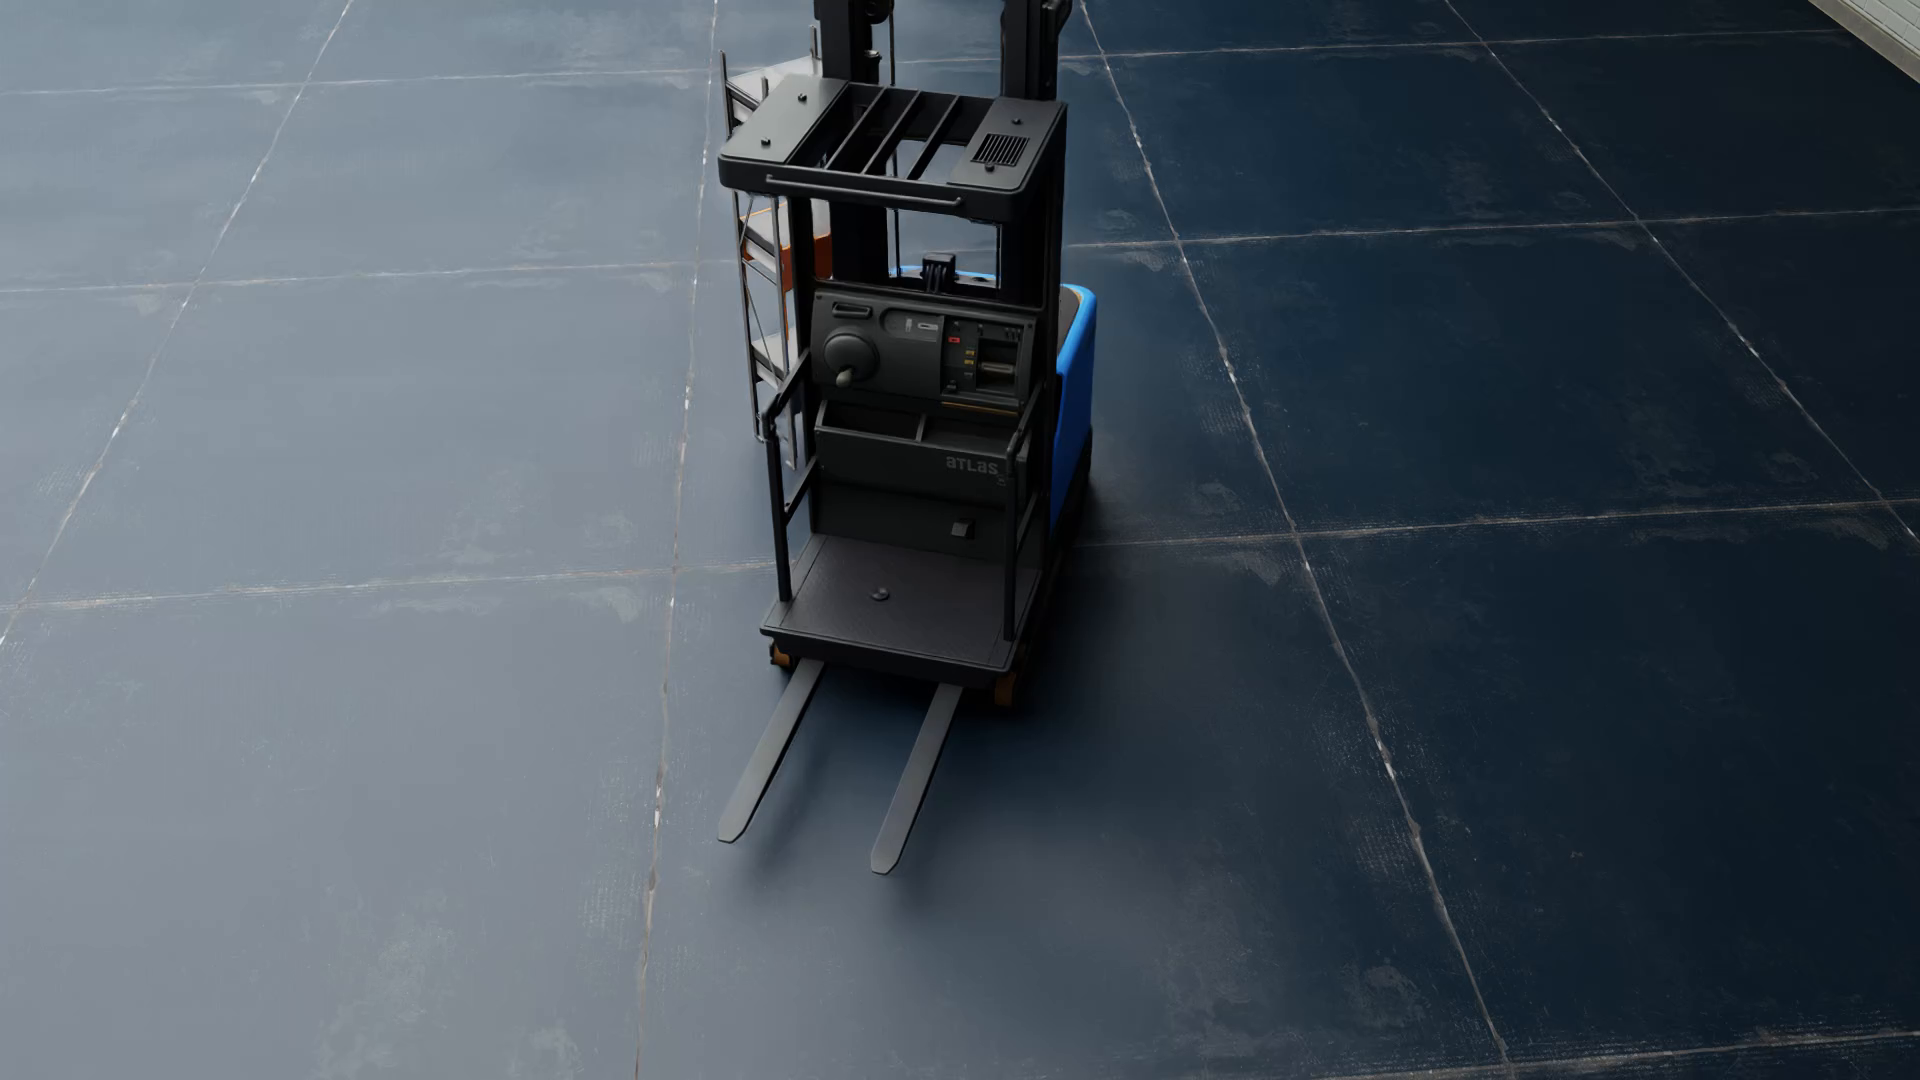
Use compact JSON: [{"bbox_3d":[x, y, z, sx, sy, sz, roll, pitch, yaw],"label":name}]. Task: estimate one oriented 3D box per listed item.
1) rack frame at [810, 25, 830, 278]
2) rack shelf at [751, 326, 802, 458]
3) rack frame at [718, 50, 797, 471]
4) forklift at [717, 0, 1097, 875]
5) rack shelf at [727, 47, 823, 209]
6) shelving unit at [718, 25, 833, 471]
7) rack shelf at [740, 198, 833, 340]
[{"bbox_3d":[-0.570,-1.460,8.227,0.015,2.100,0.400,-25,45,-28],"label":"rack frame"},{"bbox_3d":[-0.765,-0.809,8.555,0.480,0.518,0.431,-25,45,-28],"label":"rack shelf"},{"bbox_3d":[-0.960,-1.279,7.998,0.015,2.100,0.400,-25,45,-28],"label":"rack frame"},{"bbox_3d":[-0.207,-0.698,6.590,1.130,2.935,3.031,9,39,12],"label":"forklift"},{"bbox_3d":[-0.765,-1.908,7.687,0.480,0.518,0.431,-25,45,-28],"label":"rack shelf"},{"bbox_3d":[-0.765,-1.370,8.113,0.503,2.100,0.431,-25,45,-28],"label":"shelving unit"},{"bbox_3d":[-0.765,-1.359,8.121,0.480,0.518,0.431,-25,45,-28],"label":"rack shelf"}]
